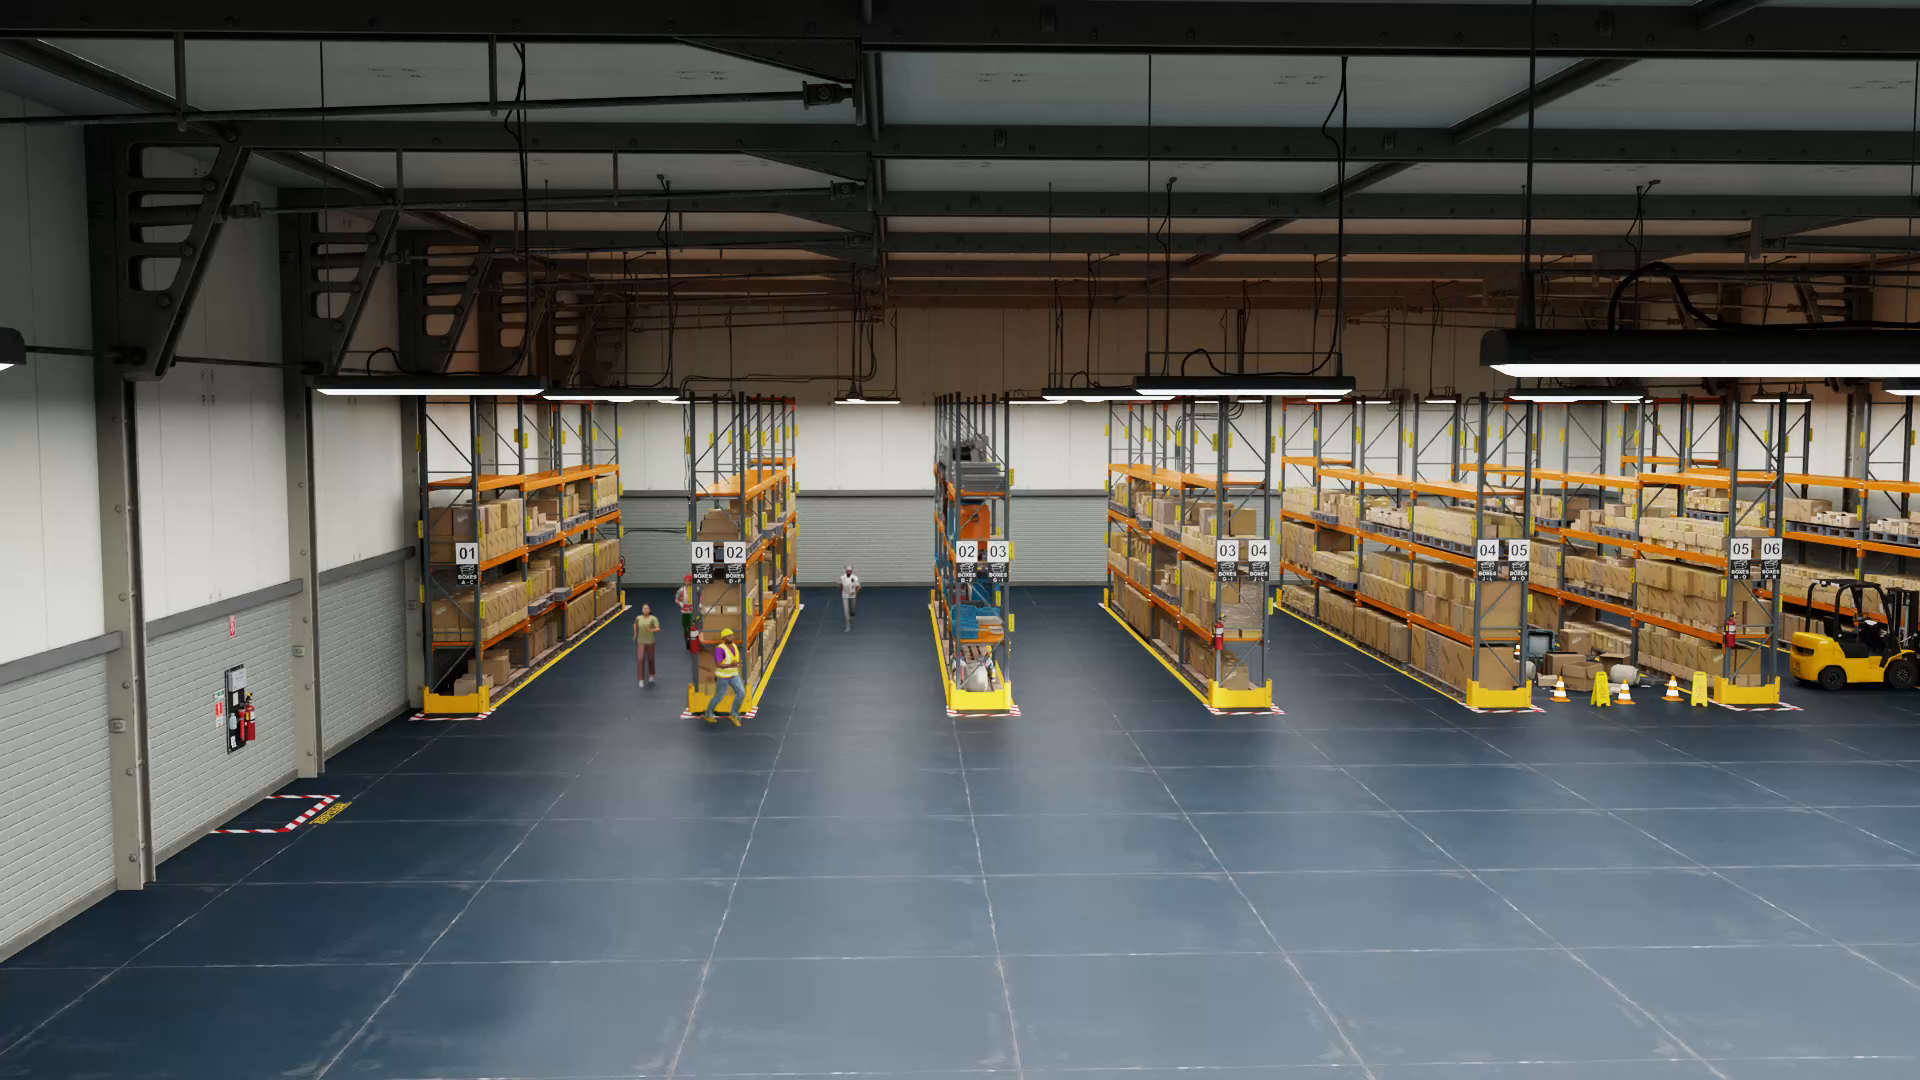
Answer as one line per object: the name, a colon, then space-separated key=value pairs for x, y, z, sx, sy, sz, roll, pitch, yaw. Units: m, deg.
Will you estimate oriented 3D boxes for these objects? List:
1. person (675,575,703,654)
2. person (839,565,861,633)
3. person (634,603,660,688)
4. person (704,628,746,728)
person: x=-6.338 y=1.720 z=38.896 sx=0.608 sy=1.833 sz=0.855 roll=0 pitch=5 yaw=-2
person: x=-2.824 y=1.482 z=42.656 sx=0.546 sy=1.705 sz=1.067 roll=-1 pitch=5 yaw=-7
person: x=-6.430 y=2.127 z=34.119 sx=0.564 sy=1.681 sz=0.908 roll=0 pitch=5 yaw=-3
person: x=-4.164 y=2.462 z=29.762 sx=0.883 sy=1.797 sz=0.714 roll=3 pitch=6 yaw=37
